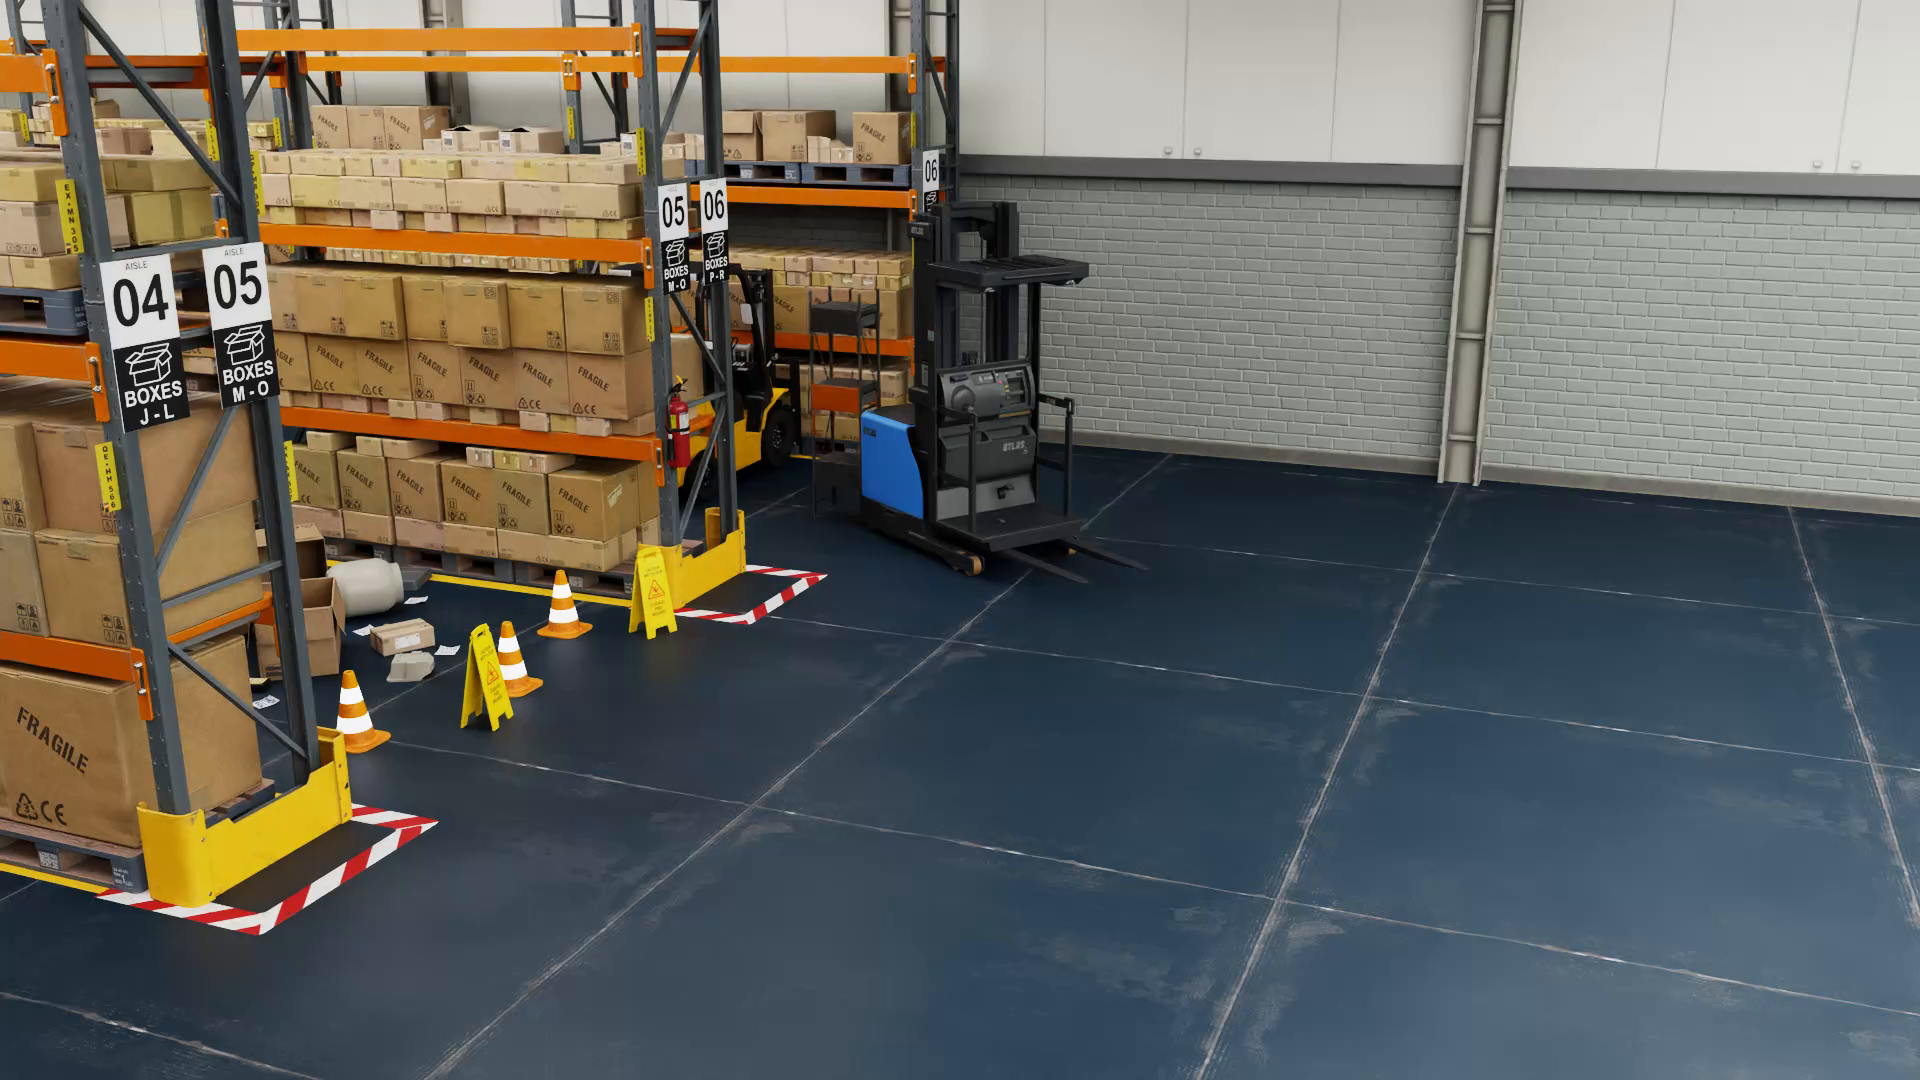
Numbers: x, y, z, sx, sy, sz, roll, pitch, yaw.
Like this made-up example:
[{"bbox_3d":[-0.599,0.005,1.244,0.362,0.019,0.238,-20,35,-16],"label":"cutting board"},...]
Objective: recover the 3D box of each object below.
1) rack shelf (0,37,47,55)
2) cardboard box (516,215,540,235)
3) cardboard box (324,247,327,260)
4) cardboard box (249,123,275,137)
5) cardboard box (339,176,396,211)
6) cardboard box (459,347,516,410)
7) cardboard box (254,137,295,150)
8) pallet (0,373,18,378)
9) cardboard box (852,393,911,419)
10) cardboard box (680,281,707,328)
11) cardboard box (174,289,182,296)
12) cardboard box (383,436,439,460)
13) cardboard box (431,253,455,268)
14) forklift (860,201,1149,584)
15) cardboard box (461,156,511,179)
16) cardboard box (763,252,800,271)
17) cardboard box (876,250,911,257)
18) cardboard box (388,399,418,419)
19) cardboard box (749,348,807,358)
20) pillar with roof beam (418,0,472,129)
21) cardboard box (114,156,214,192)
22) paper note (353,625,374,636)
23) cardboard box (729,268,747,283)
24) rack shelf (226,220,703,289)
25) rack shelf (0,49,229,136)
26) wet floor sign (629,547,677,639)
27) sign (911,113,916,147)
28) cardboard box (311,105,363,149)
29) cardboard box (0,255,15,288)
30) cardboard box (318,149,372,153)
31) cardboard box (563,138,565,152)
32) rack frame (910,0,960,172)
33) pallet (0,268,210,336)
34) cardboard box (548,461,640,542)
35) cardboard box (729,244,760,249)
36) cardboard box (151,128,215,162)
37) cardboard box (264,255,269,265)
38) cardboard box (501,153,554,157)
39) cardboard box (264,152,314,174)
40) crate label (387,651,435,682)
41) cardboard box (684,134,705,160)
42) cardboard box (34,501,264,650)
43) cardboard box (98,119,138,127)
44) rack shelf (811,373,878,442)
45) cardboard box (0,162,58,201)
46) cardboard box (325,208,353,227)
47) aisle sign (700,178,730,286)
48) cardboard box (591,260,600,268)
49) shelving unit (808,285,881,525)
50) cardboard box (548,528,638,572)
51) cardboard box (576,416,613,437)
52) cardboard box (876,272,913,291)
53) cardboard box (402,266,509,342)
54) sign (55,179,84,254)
[{"bbox_3d":[-13.267,-6.312,21.572,4.000,0.370,1.077,6,17,21],"label":"rack shelf"},{"bbox_3d":[-3.185,-2.438,12.763,0.250,0.149,0.380,6,17,21],"label":"cardboard box"},{"bbox_3d":[-7.497,-3.415,19.714,0.250,0.149,0.380,7,18,22],"label":"cardboard box"},{"bbox_3d":[-8.114,-4.826,19.556,0.250,0.149,0.380,7,18,22],"label":"cardboard box"},{"bbox_3d":[-4.529,-2.758,13.148,0.500,0.250,0.500,6,17,21],"label":"cardboard box"},{"bbox_3d":[-3.596,-1.338,13.188,0.500,0.500,0.500,6,17,20],"label":"cardboard box"},{"bbox_3d":[-8.104,-4.698,19.650,0.250,0.149,0.380,7,17,22],"label":"cardboard box"},{"bbox_3d":[-8.802,-1.739,15.628,1.003,0.211,1.213,6,17,21],"label":"pallet"},{"bbox_3d":[-0.811,-1.436,17.522,0.500,0.250,0.500,6,17,20],"label":"cardboard box"},{"bbox_3d":[-2.686,-2.590,18.034,0.500,0.500,0.500,6,17,20],"label":"cardboard box"},{"bbox_3d":[-6.758,-1.898,14.366,0.500,0.500,0.500,6,17,21],"label":"cardboard box"},{"bbox_3d":[-4.508,-0.783,13.659,0.250,0.149,0.380,7,18,24],"label":"cardboard box"},{"bbox_3d":[-5.839,-3.222,19.049,0.250,0.149,0.380,6,17,19],"label":"cardboard box"},{"bbox_3d":[0.354,-1.265,13.773,1.130,2.935,3.031,-11,19,-33],"label":"forklift"},{"bbox_3d":[-3.630,-2.877,12.842,0.250,0.149,0.380,6,17,19],"label":"cardboard box"},{"bbox_3d":[-1.878,-2.935,17.527,0.250,0.149,0.380,7,17,22],"label":"cardboard box"},{"bbox_3d":[-0.702,-2.982,17.687,0.250,0.149,0.380,7,18,23],"label":"cardboard box"},{"bbox_3d":[-4.421,-1.098,13.526,0.250,0.149,0.380,6,17,21],"label":"cardboard box"},{"bbox_3d":[-2.023,-1.964,18.444,0.500,0.250,0.500,6,17,20],"label":"cardboard box"},{"bbox_3d":[-7.722,-5.029,15.857,0.400,9.000,9.100,6,17,21],"label":"pillar with roof beam"},{"bbox_3d":[-3.977,-1.833,8.316,0.250,0.149,0.380,6,17,21],"label":"cardboard box"},{"bbox_3d":[-4.406,0.667,12.342,0.142,0.019,0.148,14,21,40],"label":"paper note"},{"bbox_3d":[-2.334,-2.851,17.770,0.250,0.149,0.380,6,17,19],"label":"cardboard box"},{"bbox_3d":[-3.922,-2.358,13.325,4.000,0.370,1.077,6,17,21],"label":"rack shelf"},{"bbox_3d":[-5.644,-2.312,8.505,4.000,0.370,1.077,6,17,21],"label":"rack shelf"},{"bbox_3d":[-2.277,0.369,12.244,0.232,0.644,0.267,14,21,40],"label":"wet floor sign"},{"bbox_3d":[-0.456,-4.034,16.364,0.005,0.325,0.100,6,17,21],"label":"sign"},{"bbox_3d":[-7.101,-4.765,19.216,0.500,0.500,0.500,6,17,21],"label":"cardboard box"},{"bbox_3d":[-4.452,-1.306,7.929,0.250,0.149,0.380,6,17,21],"label":"cardboard box"},{"bbox_3d":[-5.138,-3.188,13.914,0.250,0.149,0.380,6,17,19],"label":"cardboard box"},{"bbox_3d":[-4.682,-4.462,18.803,0.250,0.149,0.380,6,17,21],"label":"cardboard box"},{"bbox_3d":[-0.244,-5.227,16.538,0.127,3.000,1.000,6,17,21],"label":"rack frame"},{"bbox_3d":[-4.478,-1.235,8.327,1.213,0.211,1.003,6,17,21],"label":"pallet"},{"bbox_3d":[-2.902,-0.314,13.208,0.500,0.500,0.500,6,17,21],"label":"cardboard box"},{"bbox_3d":[-2.377,-3.164,18.315,0.250,0.149,0.380,6,17,20],"label":"cardboard box"},{"bbox_3d":[-6.368,-3.304,13.913,0.500,0.250,0.500,7,17,22],"label":"cardboard box"},{"bbox_3d":[-8.786,-3.318,20.238,0.500,0.250,0.500,5,17,18],"label":"cardboard box"},{"bbox_3d":[-3.452,-3.007,13.291,0.250,0.149,0.380,7,18,22],"label":"cardboard box"},{"bbox_3d":[-5.357,-3.034,13.386,0.250,0.149,0.380,7,18,22],"label":"cardboard box"},{"bbox_3d":[-3.780,0.865,11.447,0.298,0.136,0.250,-2,16,-8],"label":"crate label"},{"bbox_3d":[-2.695,-4.150,17.518,0.258,0.266,0.396,6,17,19],"label":"cardboard box"},{"bbox_3d":[-4.146,0.138,8.550,0.550,0.550,0.875,6,17,21],"label":"cardboard box"},{"bbox_3d":[-10.287,-5.065,20.346,0.250,0.149,0.380,7,17,21],"label":"cardboard box"},{"bbox_3d":[-1.035,-1.209,15.107,0.480,0.518,0.431,8,18,23],"label":"rack shelf"},{"bbox_3d":[-4.453,-1.689,7.819,0.250,0.149,0.380,6,17,21],"label":"cardboard box"},{"bbox_3d":[-4.870,-2.618,13.381,0.250,0.149,0.380,7,18,22],"label":"cardboard box"},{"bbox_3d":[-1.890,-2.381,12.831,0.004,0.787,0.394,6,17,21],"label":"aisle sign"},{"bbox_3d":[-4.213,-3.206,18.995,0.250,0.149,0.380,6,17,19],"label":"cardboard box"},{"bbox_3d":[-1.035,-1.222,15.103,0.503,2.100,0.431,8,18,23],"label":"shelving unit"},{"bbox_3d":[-2.935,0.045,13.316,0.500,0.250,0.500,6,17,20],"label":"cardboard box"},{"bbox_3d":[-2.764,-0.918,12.905,0.250,0.149,0.380,6,17,20],"label":"cardboard box"},{"bbox_3d":[-0.669,-2.668,17.142,0.250,0.149,0.380,7,17,21],"label":"cardboard box"},{"bbox_3d":[-4.010,-1.891,13.301,0.500,0.500,0.700,6,17,20],"label":"cardboard box"},{"bbox_3d":[-3.996,-1.453,7.470,0.005,0.325,0.100,6,17,21],"label":"sign"}]
